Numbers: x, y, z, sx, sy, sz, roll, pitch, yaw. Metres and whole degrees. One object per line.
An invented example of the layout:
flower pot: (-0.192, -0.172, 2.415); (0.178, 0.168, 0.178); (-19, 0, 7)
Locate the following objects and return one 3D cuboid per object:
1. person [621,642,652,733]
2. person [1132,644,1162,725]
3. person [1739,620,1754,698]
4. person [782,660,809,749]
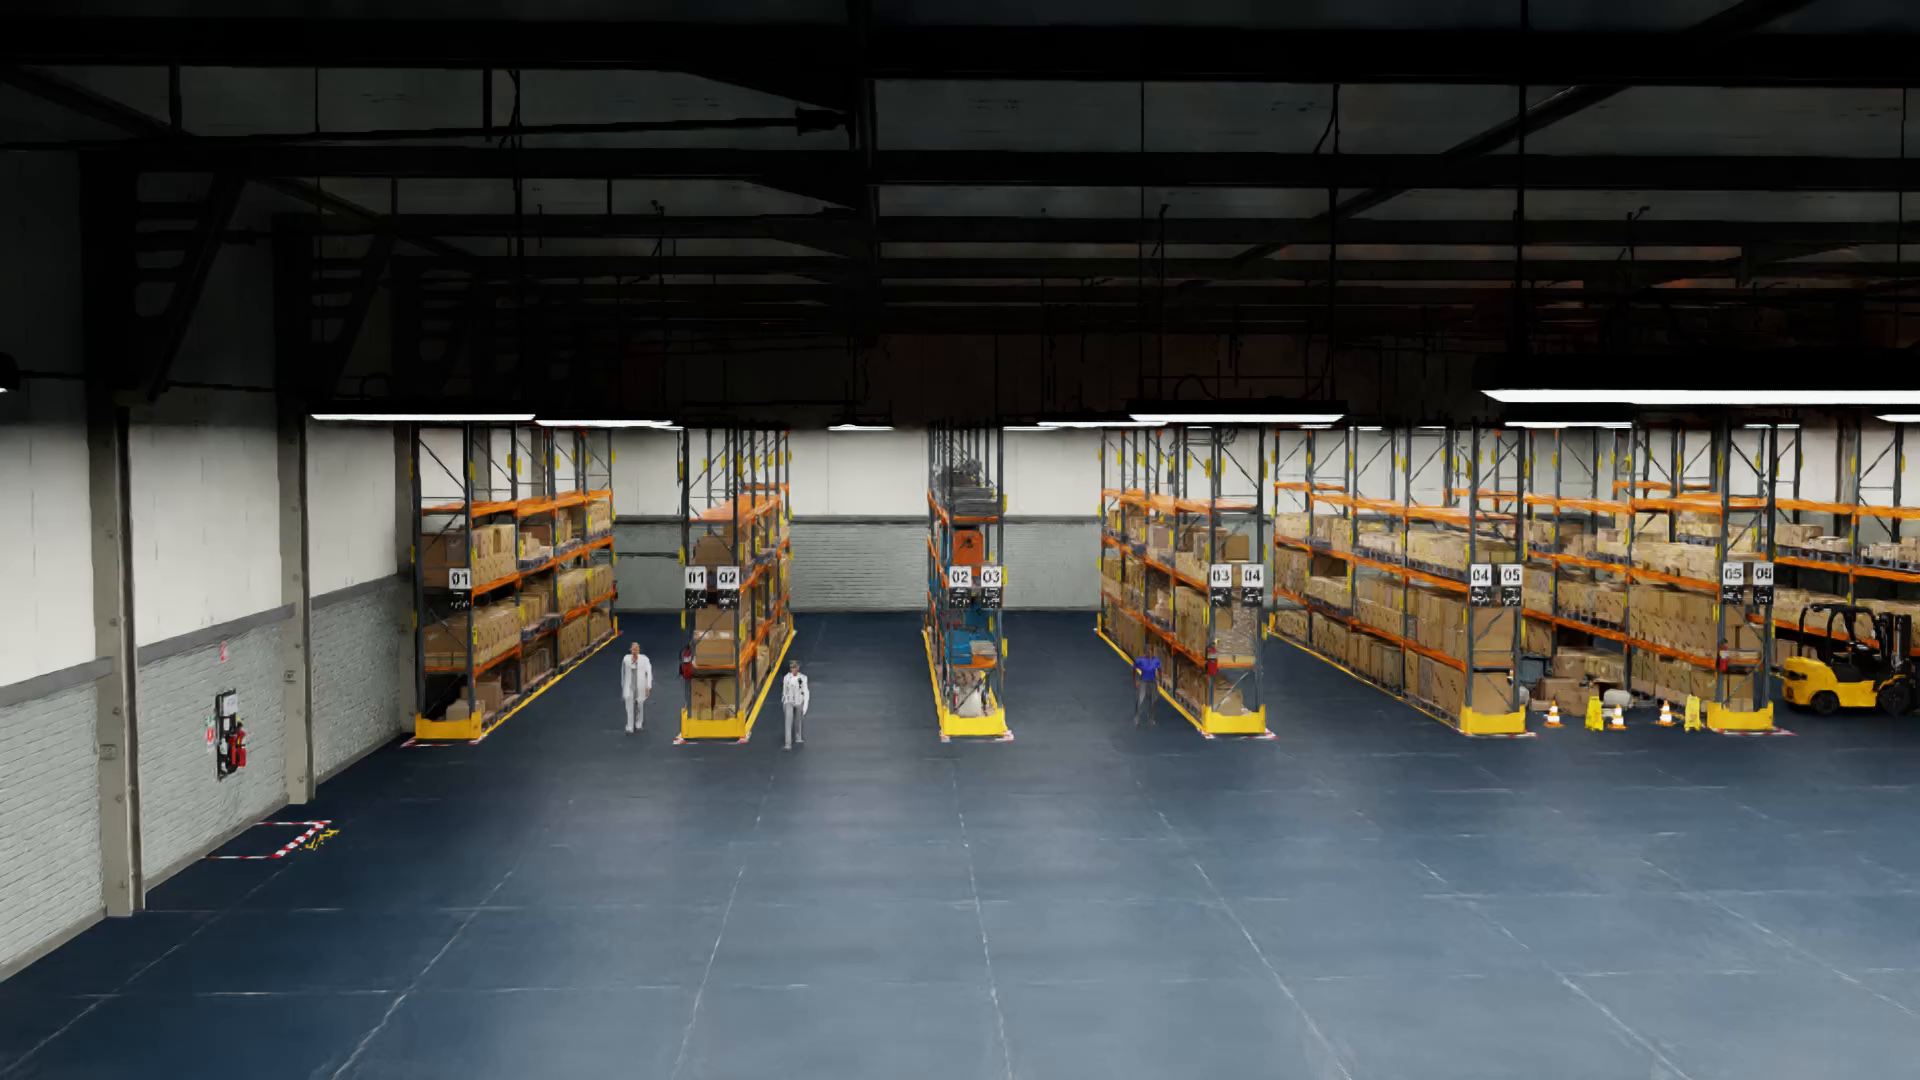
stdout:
person: (-6.146, 2.832, 31.566); (0.603, 1.613, 1.137); (-1, 4, -9)
person: (3.645, 2.812, 32.436); (0.592, 1.604, 0.513); (0, 4, -5)
person: (16.773, 2.549, 35.630); (0.476, 1.675, 0.493); (2, 4, 28)
person: (-2.975, 2.939, 30.088); (0.489, 1.588, 1.066); (0, 4, -4)
